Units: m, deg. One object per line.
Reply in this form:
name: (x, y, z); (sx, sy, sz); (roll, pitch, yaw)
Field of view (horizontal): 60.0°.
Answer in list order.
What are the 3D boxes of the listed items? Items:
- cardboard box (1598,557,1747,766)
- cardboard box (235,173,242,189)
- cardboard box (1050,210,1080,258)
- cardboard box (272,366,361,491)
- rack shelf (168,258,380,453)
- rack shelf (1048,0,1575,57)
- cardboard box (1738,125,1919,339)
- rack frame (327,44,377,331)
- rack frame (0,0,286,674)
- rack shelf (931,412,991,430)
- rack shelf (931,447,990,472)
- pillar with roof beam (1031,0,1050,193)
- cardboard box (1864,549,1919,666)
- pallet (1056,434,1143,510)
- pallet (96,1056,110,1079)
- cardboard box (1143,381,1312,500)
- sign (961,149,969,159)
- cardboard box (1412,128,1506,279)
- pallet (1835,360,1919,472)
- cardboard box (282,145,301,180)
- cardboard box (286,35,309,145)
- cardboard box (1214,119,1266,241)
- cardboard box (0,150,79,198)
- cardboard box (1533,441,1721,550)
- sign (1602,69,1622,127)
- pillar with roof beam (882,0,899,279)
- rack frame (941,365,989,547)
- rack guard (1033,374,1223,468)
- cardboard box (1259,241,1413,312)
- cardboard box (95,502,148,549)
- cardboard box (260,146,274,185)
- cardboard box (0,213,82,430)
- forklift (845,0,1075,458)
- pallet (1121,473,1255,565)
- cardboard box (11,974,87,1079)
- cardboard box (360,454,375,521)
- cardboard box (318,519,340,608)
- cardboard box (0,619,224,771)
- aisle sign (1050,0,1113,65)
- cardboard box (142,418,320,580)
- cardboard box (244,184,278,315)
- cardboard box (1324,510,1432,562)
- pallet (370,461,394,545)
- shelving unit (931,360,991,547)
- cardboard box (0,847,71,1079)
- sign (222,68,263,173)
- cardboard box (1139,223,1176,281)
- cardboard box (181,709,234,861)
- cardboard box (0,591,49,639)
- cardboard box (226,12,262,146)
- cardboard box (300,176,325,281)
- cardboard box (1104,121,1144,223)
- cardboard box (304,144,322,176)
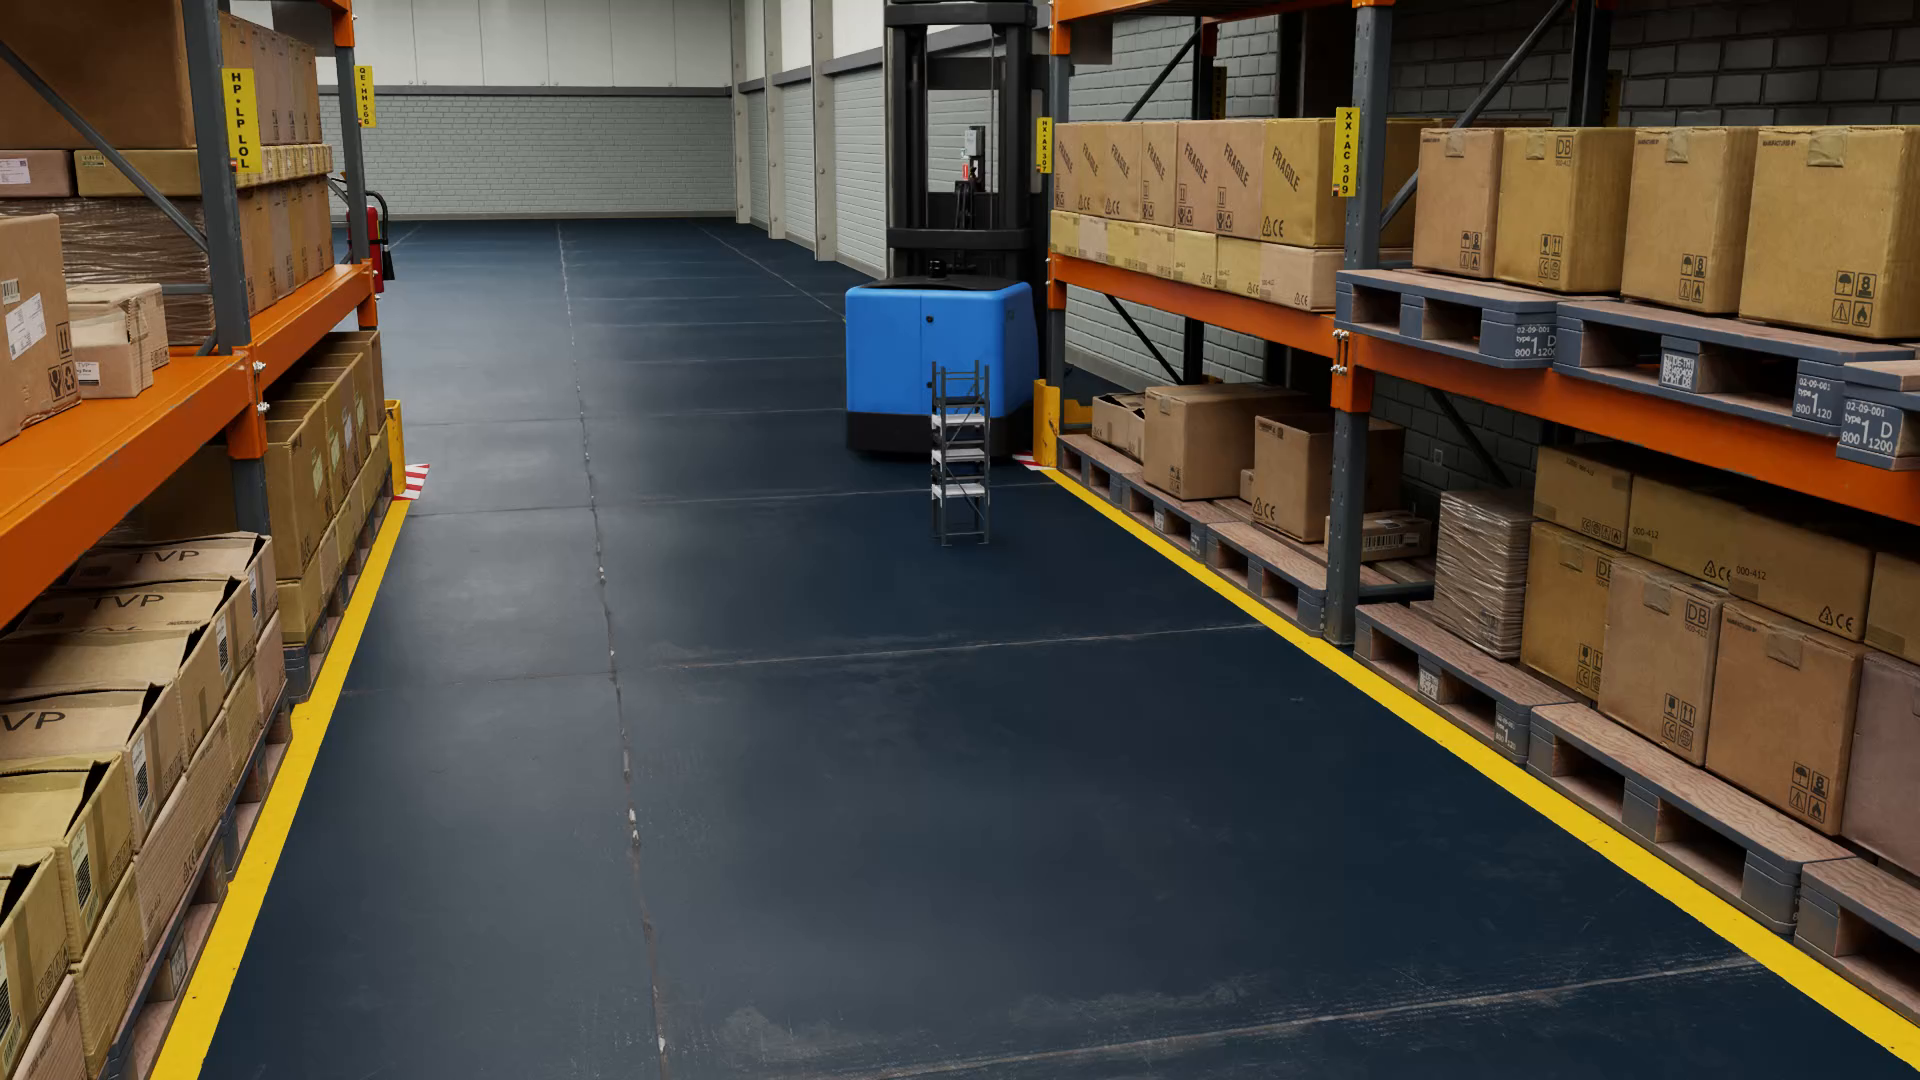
cardboard box: (2.418, 0.338, 5.062); (0.700, 0.500, 0.500); (-3, 14, -13)
cardboard box: (-2.833, -1.344, 6.032); (0.380, 0.149, 0.250); (-4, 14, -15)
cardboard box: (0.844, -1.797, 9.735); (0.500, 0.250, 0.500); (-4, 14, -15)
cardboard box: (-2.995, -0.493, 7.455); (0.500, 0.500, 0.500); (-3, 14, -13)
rack shelf: (-3.306, -0.902, 7.316); (1.077, 0.370, 4.000); (-3, 14, -13)
rack shelf: (1.508, -2.636, 8.094); (1.077, 0.370, 4.000); (-3, 14, -13)
cardboard box: (2.483, -0.801, 4.248); (0.700, 0.500, 0.500); (-3, 14, -13)
rack frame: (-3.776, -1.713, 9.119); (1.000, 3.000, 0.127); (-3, 14, -13)
rack frame: (-2.836, -0.790, 5.342); (1.000, 3.000, 0.127); (-3, 14, -13)
rack shelf: (0.002, -0.578, 8.278); (0.258, 0.077, 0.200); (-3, 14, -13)
rack shelf: (0.002, -0.403, 8.320); (0.258, 0.077, 0.200); (-3, 14, -13)
pillar with roof beam: (-3.550, -5.935, 13.761); (9.100, 9.000, 0.400); (-3, 14, -13)
cardboard box: (2.624, 0.193, 4.075); (0.500, 0.250, 0.500); (-3, 14, -12)
pallet: (1.213, -0.429, 9.737); (1.003, 0.211, 1.213); (-3, 14, -13)
pallet: (-2.052, 1.295, 2.682); (1.003, 0.211, 1.213); (-3, 14, -13)
cardboard box: (1.371, -0.521, 8.581); (0.700, 0.500, 0.500); (-4, 14, -17)
sign: (0.054, -4.240, 18.269); (0.001, 0.109, 0.331); (-3, 14, -13)
cardboard box: (2.064, -1.210, 5.923); (0.700, 0.500, 0.500); (-3, 14, -13)
pallet: (2.646, -0.210, 3.370); (1.213, 0.211, 1.003); (-3, 14, -13)
cardboard box: (-3.195, -1.701, 7.491); (0.380, 0.149, 0.250); (-3, 14, -12)
cardboard box: (-3.537, -2.150, 7.964); (0.700, 0.500, 0.500); (-4, 14, -15)
cardboard box: (1.443, -1.575, 7.248); (0.500, 0.500, 0.500); (-3, 14, -14)
cardboard box: (-3.109, -1.205, 5.461); (0.380, 0.149, 0.250); (-3, 14, -13)
cardboard box: (2.274, -0.161, 5.525); (0.500, 0.250, 0.500); (-4, 14, -14)
sign: (2.516, -1.662, 6.468); (0.100, 0.325, 0.005); (-3, 14, -13)
pillar with roof beam: (-4.959, -7.320, 19.426); (9.100, 9.000, 0.400); (-3, 14, -13)
rack frame: (0.026, -0.412, 8.217); (0.240, 0.900, 0.006); (-3, 14, -13)
rack guard: (1.056, -0.758, 10.478); (1.175, 0.500, 0.348); (-3, 14, -13)
cardboard box: (1.572, -1.097, 6.869); (0.500, 0.250, 0.500); (-3, 14, -13)
cardboard box: (-3.264, -0.234, 6.392); (0.500, 0.500, 0.500); (-3, 14, -13)
cardboard box: (-3.018, -1.524, 6.767); (0.380, 0.149, 0.250); (-4, 14, -15)
cardboard box: (-2.548, -0.539, 4.104); (0.500, 0.500, 0.500); (-2, 14, -9)
forklift: (0.157, -2.240, 11.418); (1.130, 2.935, 3.031); (4, 14, 15)
pallet: (1.496, -0.148, 8.587); (1.003, 0.211, 1.213); (-3, 14, -13)
cardboard box: (-1.853, 1.011, 2.878); (0.500, 0.250, 0.500); (-4, 14, -15)
cardboard box: (-3.114, -0.244, 8.016); (0.500, 0.250, 0.500); (-3, 14, -13)
cardboard box: (-2.763, 0.102, 6.599); (0.500, 0.250, 0.500); (-3, 14, -13)
cardboard box: (-2.220, 0.381, 4.273); (0.500, 0.311, 0.500); (-3, 14, -13)
aisle sign: (0.730, -3.253, 9.944); (0.394, 0.787, 0.004); (-3, 14, -13)
cardboard box: (-2.641, -0.147, 6.039); (0.500, 0.500, 0.500); (-3, 14, -13)
cardboard box: (-3.191, -1.178, 6.719); (0.700, 0.500, 0.500); (-3, 14, -12)
cardboard box: (1.823, -0.027, 7.258); (0.380, 0.166, 0.250); (-5, 15, -21)
pallet: (-3.556, -0.185, 8.738); (1.003, 0.211, 1.213); (-3, 14, -13)
shelving unit: (0.002, -0.435, 8.313); (0.258, 0.900, 0.210); (-3, 14, -13)
cardboard box: (-1.866, 0.734, 2.831); (0.500, 0.311, 0.500); (-4, 14, -15)
sign: (-2.311, -1.347, 5.347); (0.100, 0.325, 0.005); (-3, 14, -13)
cardboard box: (1.211, -1.443, 8.288); (0.500, 0.250, 0.500); (-3, 14, -13)
cardboard box: (-2.220, 0.656, 4.332); (0.500, 0.250, 0.500); (-3, 14, -12)
cardboard box: (-2.869, 0.294, 4.631); (0.500, 0.311, 0.500); (-3, 14, -14)
cardboard box: (-3.184, -1.803, 6.544); (0.700, 0.500, 0.500); (-3, 14, -13)
cardboard box: (-3.551, -1.532, 8.169); (0.700, 0.500, 0.500); (-3, 14, -12)
cardboard box: (1.080, -1.930, 8.702); (0.500, 0.500, 0.500); (-4, 14, -15)
cardboard box: (-3.378, -1.880, 8.225); (0.380, 0.149, 0.250); (-3, 14, -14)
